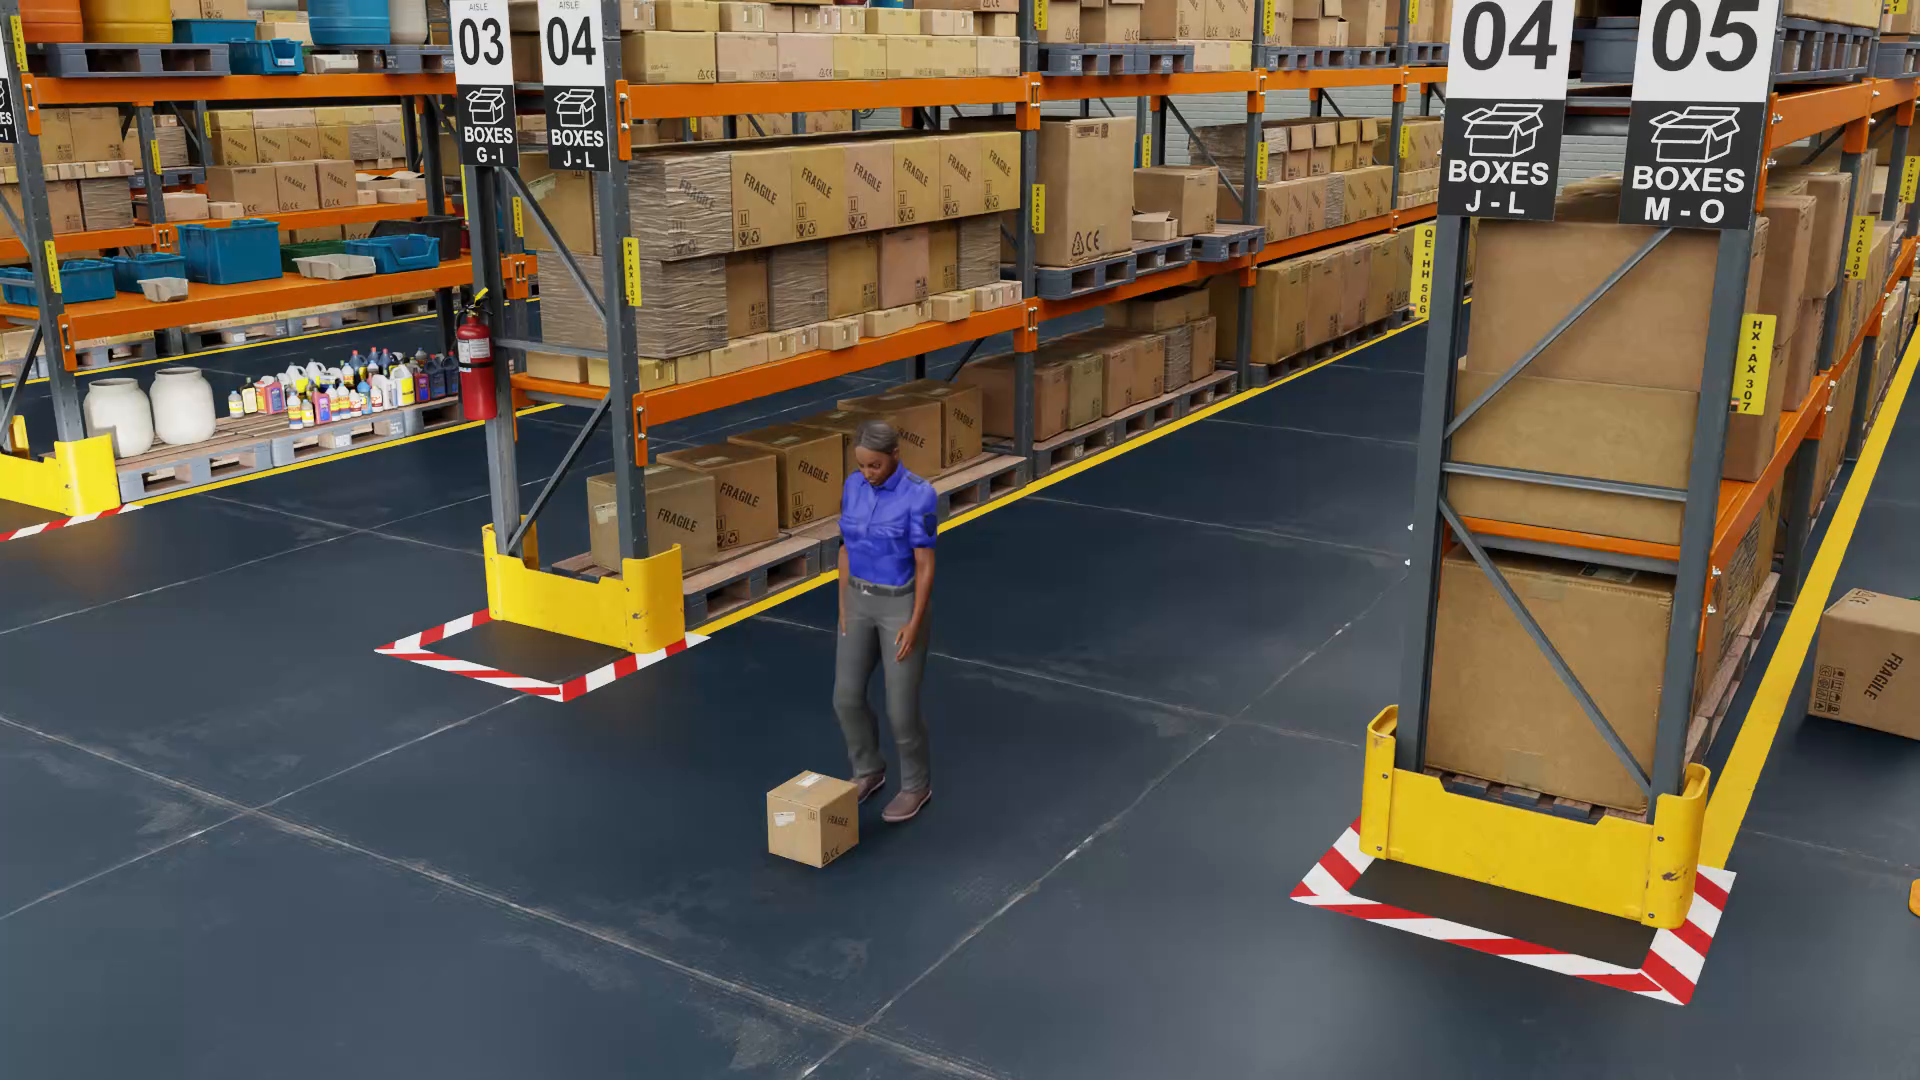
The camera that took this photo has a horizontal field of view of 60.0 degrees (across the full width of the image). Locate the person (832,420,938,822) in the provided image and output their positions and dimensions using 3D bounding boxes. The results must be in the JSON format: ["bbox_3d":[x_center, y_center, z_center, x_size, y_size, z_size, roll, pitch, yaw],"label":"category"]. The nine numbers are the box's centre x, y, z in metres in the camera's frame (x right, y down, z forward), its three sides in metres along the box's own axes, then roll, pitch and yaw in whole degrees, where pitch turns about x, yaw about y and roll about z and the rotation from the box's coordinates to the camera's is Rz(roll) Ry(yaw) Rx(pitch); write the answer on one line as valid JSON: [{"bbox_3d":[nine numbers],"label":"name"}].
[{"bbox_3d":[-0.286,0.307,6.576,0.450,1.626,0.346,10,19,31],"label":"person"}]
